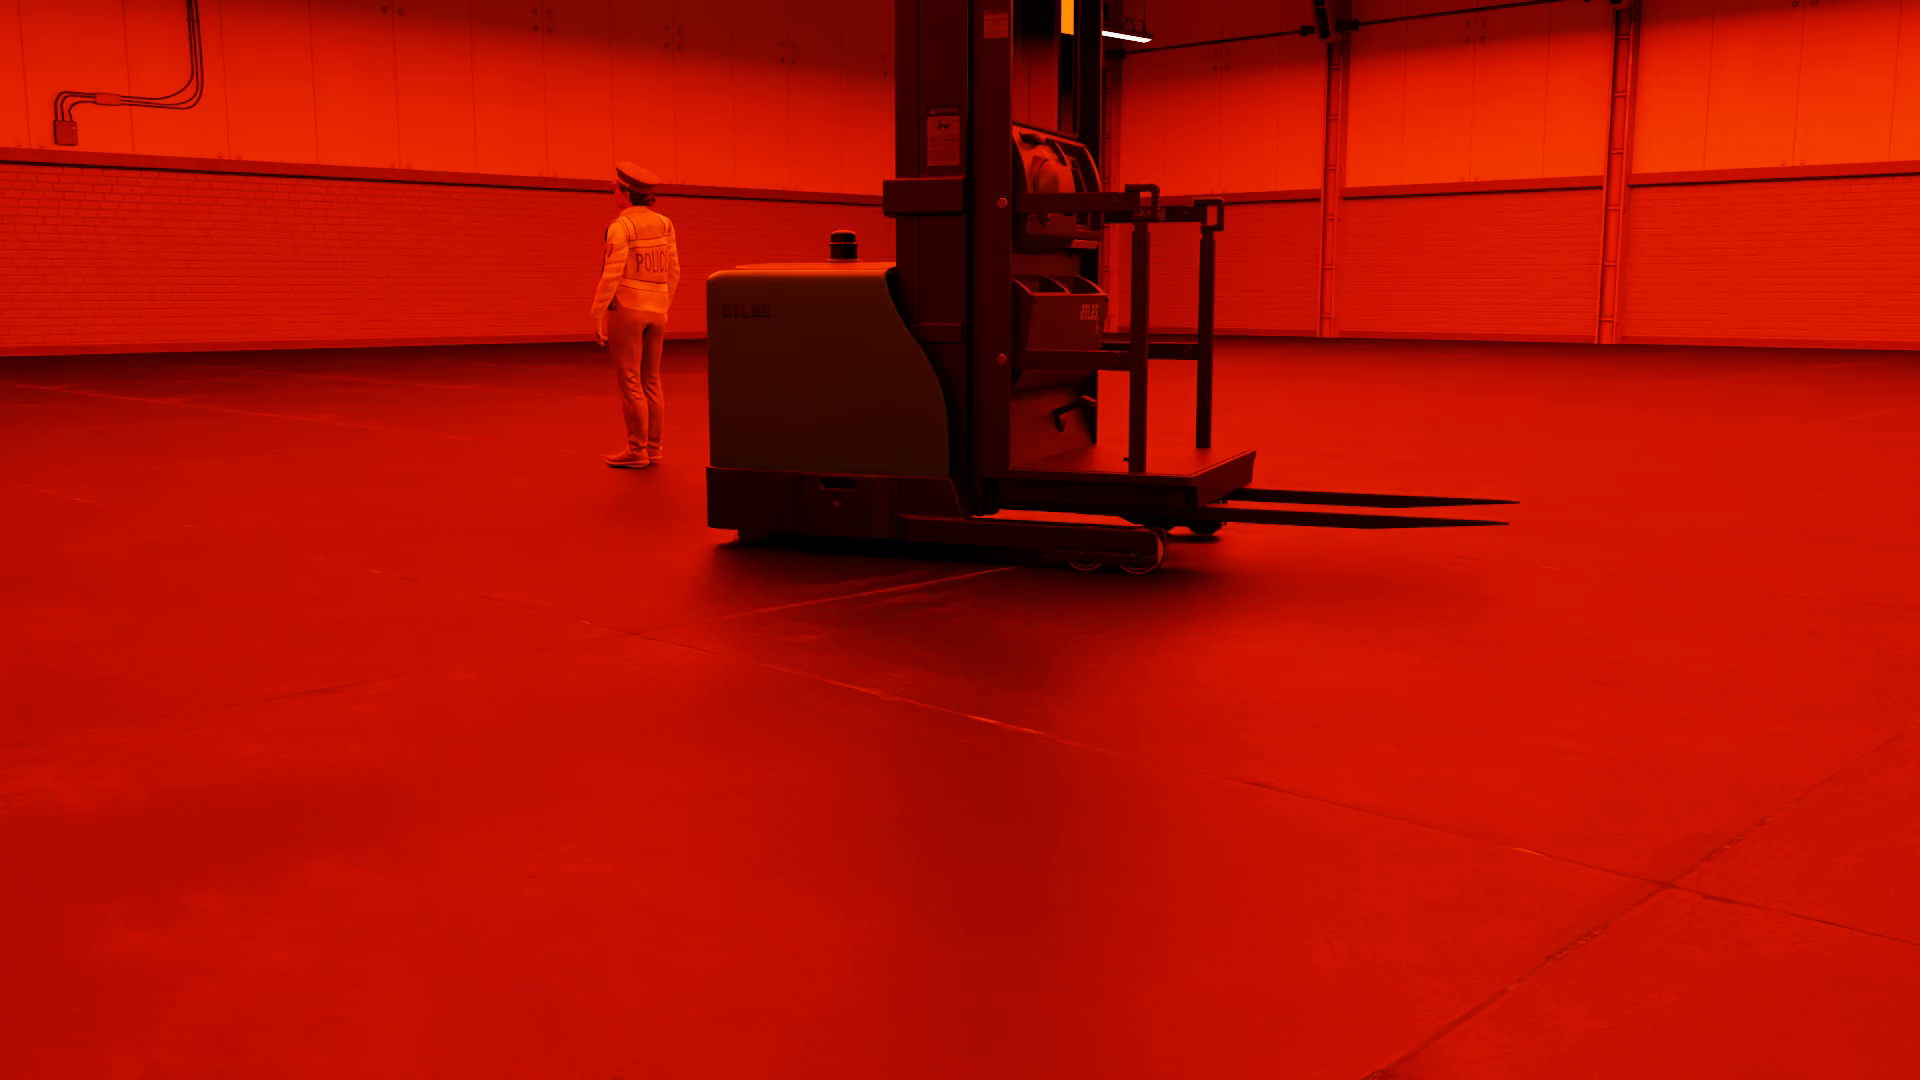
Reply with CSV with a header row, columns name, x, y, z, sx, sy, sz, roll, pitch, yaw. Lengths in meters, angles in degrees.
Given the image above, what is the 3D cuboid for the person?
name,x,y,z,sx,sy,sz,roll,pitch,yaw
person,-1.868,-1.261,9.352,0.531,1.694,0.587,6,10,35

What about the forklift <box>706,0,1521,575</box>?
name,x,y,z,sx,sy,sz,roll,pitch,yaw
forklift,0.565,-1.416,6.275,3.031,2.935,1.130,3,9,22
